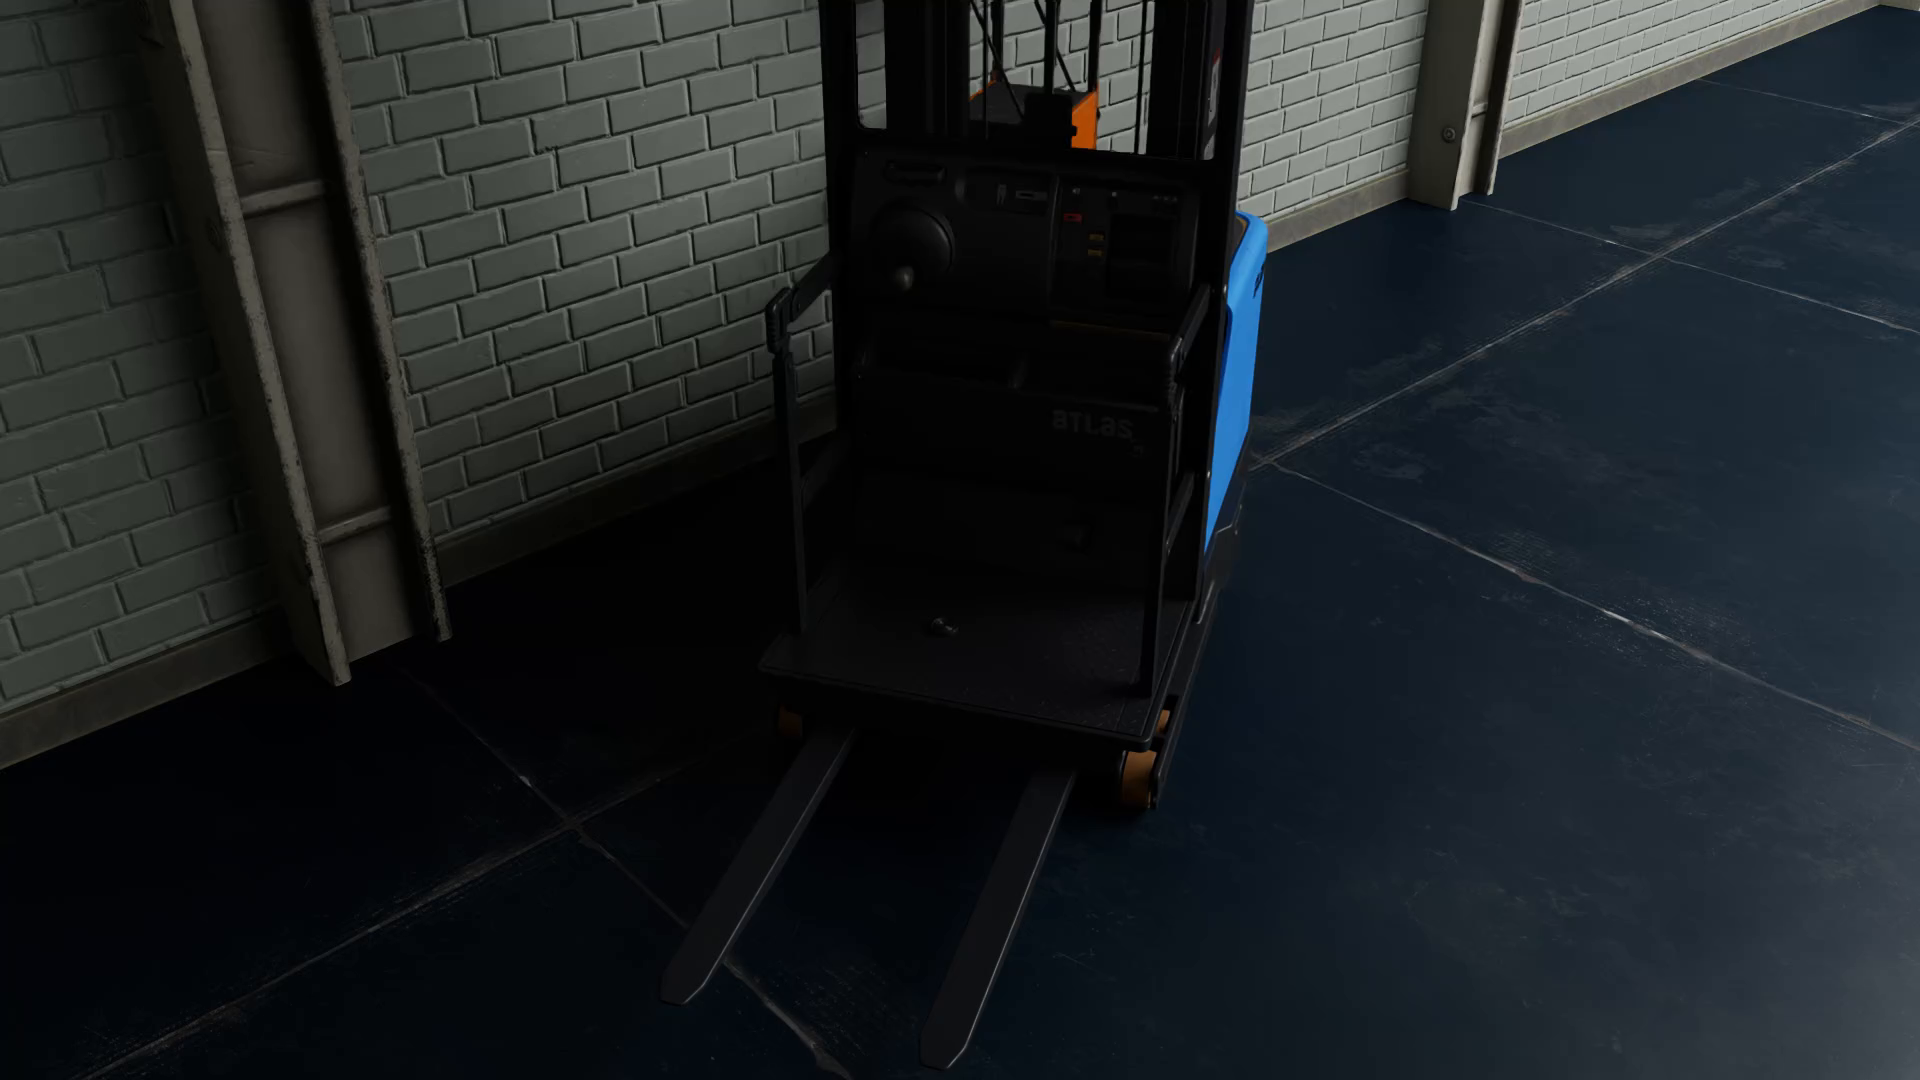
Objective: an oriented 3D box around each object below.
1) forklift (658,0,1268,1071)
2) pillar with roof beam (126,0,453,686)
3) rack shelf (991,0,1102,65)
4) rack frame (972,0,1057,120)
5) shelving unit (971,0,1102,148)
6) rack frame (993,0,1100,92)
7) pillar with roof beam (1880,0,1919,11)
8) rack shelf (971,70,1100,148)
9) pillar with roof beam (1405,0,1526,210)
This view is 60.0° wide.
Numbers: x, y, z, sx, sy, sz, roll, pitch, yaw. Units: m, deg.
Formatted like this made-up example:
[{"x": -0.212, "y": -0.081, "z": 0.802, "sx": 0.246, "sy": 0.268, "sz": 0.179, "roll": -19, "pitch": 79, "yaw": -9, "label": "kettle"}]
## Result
[{"x": 0.099, "y": -0.750, "z": 4.167, "sx": 1.130, "sy": 2.935, "sz": 3.031, "roll": 9, "pitch": 33, "yaw": 15, "label": "forklift"}, {"x": 1.078, "y": -1.877, "z": 0.193, "sx": 0.400, "sy": 9.000, "sz": 9.100, "roll": -26, "pitch": 40, "yaw": -35, "label": "pillar with roof beam"}, {"x": 0.217, "y": -1.939, "z": 5.593, "sx": 0.431, "sy": 0.518, "sz": 0.480, "roll": 12, "pitch": 33, "yaw": 18, "label": "rack shelf"}, {"x": 0.127, "y": -1.236, "z": 5.758, "sx": 0.400, "sy": 2.100, "sz": 0.015, "roll": 12, "pitch": 33, "yaw": 18, "label": "rack frame"}, {"x": 0.217, "y": -1.354, "z": 5.951, "sx": 0.431, "sy": 2.100, "sz": 0.503, "roll": 12, "pitch": 33, "yaw": 18, "label": "shelving unit"}, {"x": 0.307, "y": -1.472, "z": 6.145, "sx": 0.400, "sy": 2.100, "sz": 0.015, "roll": 12, "pitch": 33, "yaw": 18, "label": "rack frame"}, {"x": 9.877, "y": -6.133, "z": 7.154, "sx": 0.400, "sy": 9.000, "sz": 9.100, "roll": -26, "pitch": 40, "yaw": -35, "label": "pillar with roof beam"}, {"x": 0.217, "y": -1.342, "z": 5.958, "sx": 0.431, "sy": 0.518, "sz": 0.480, "roll": 12, "pitch": 33, "yaw": 18, "label": "rack shelf"}, {"x": 5.478, "y": -4.005, "z": 3.674, "sx": 0.400, "sy": 9.000, "sz": 9.100, "roll": -26, "pitch": 40, "yaw": -35, "label": "pillar with roof beam"}]
